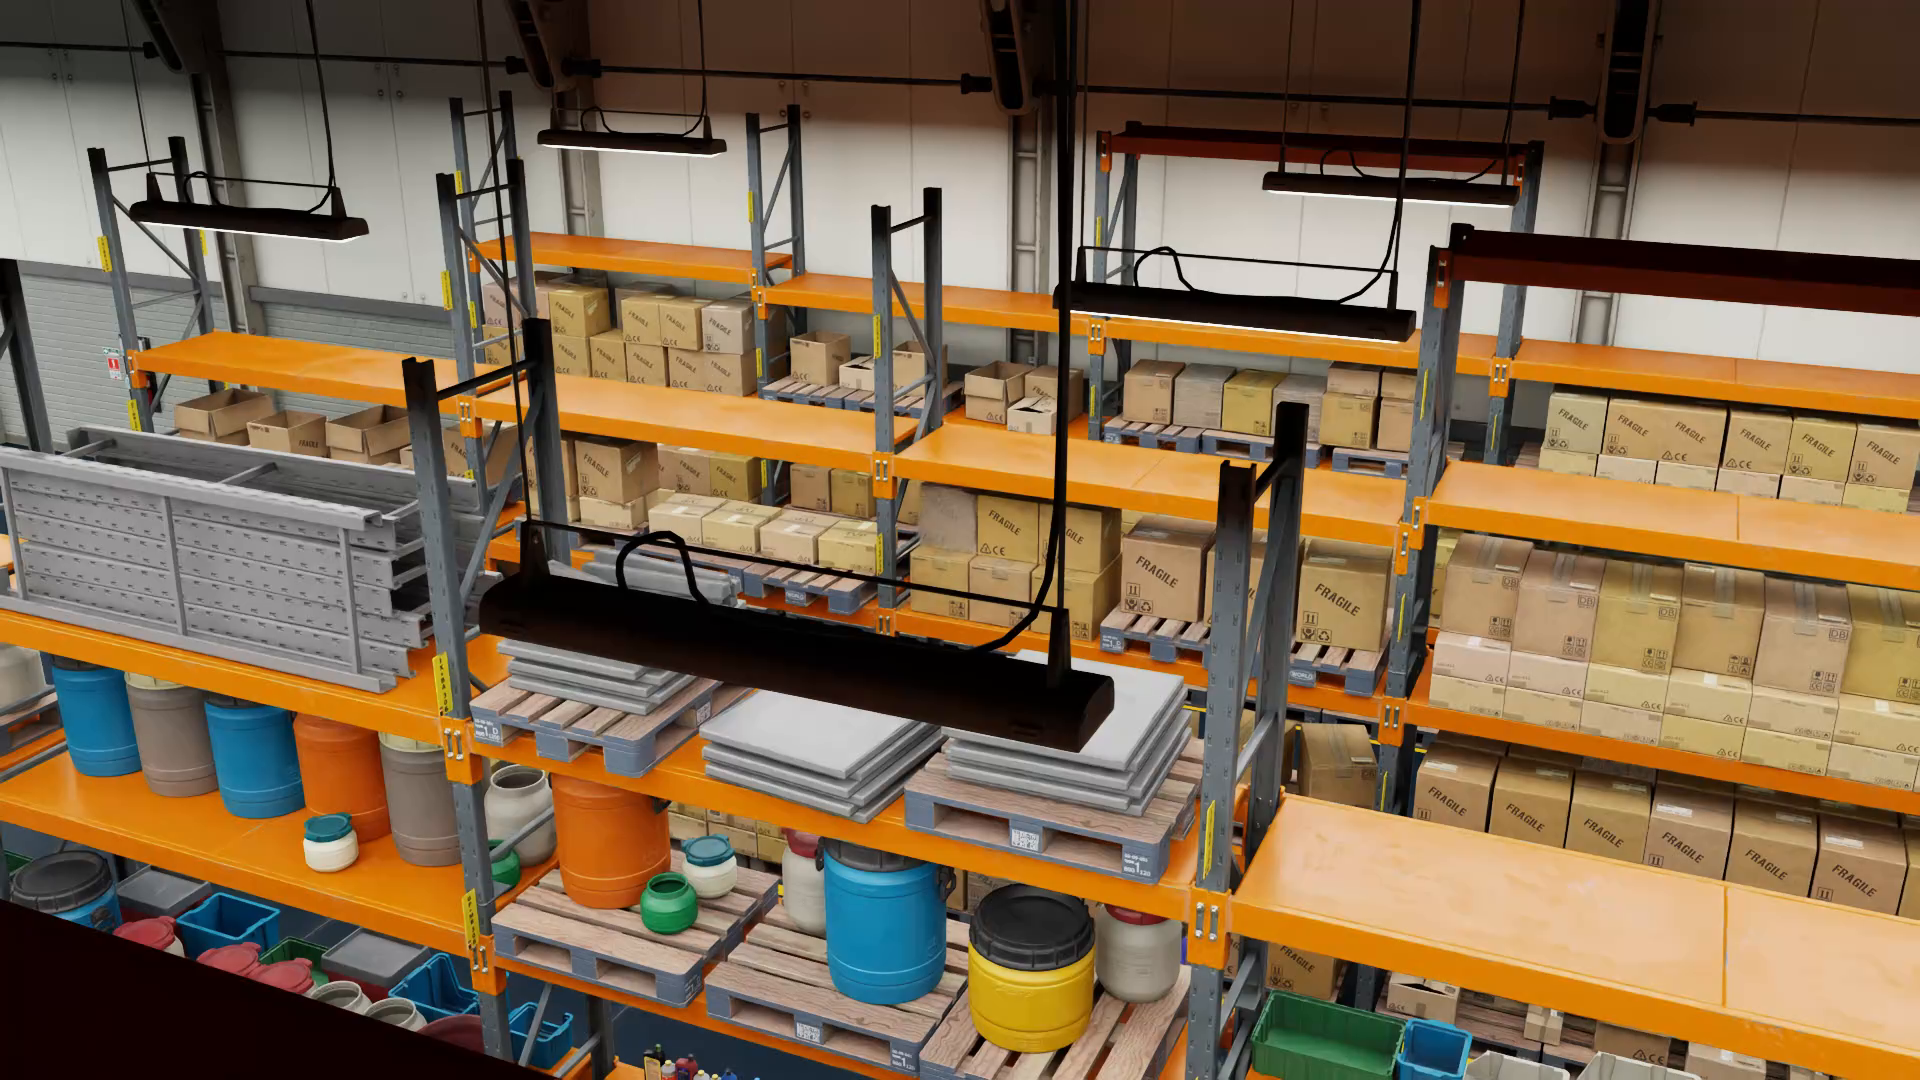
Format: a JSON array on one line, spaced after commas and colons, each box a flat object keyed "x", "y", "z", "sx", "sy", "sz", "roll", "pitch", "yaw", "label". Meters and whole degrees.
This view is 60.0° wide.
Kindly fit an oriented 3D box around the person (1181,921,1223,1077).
[{"x": 1.468, "y": 3.262, "z": 11.668, "sx": 1.045, "sy": 1.591, "sz": 0.484, "roll": 8, "pitch": 22, "yaw": 21, "label": "person"}]
